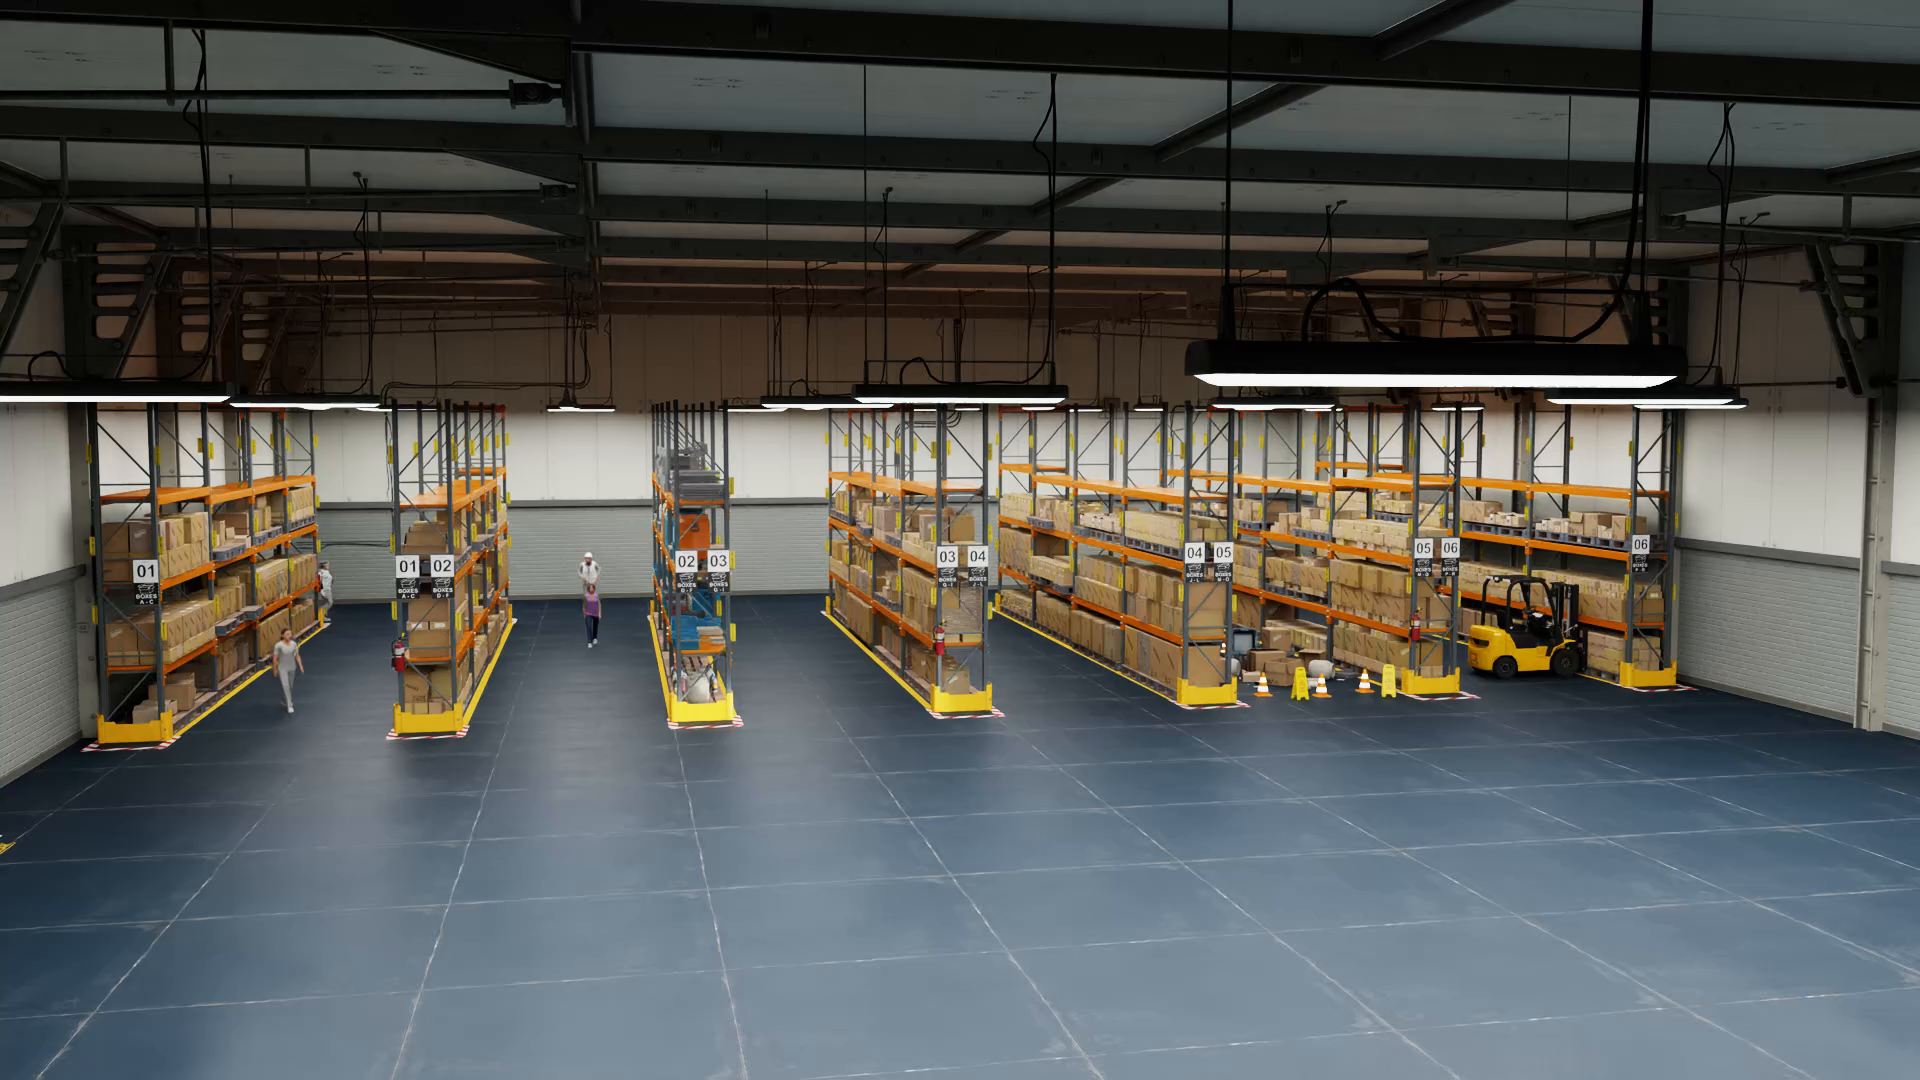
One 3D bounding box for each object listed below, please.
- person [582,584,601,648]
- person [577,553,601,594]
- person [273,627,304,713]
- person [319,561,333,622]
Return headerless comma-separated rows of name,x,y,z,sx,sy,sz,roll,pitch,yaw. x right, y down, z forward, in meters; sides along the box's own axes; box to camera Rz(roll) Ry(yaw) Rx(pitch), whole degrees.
person,-9.069,1.842,40.964,0.443,1.539,0.972,-1,4,-14
person,-10.899,1.198,48.930,0.652,1.681,0.723,0,4,-1
person,-12.956,2.482,32.027,0.506,1.602,1.106,-4,6,-39
person,-17.529,1.409,45.973,0.394,1.689,0.507,-1,4,-13
